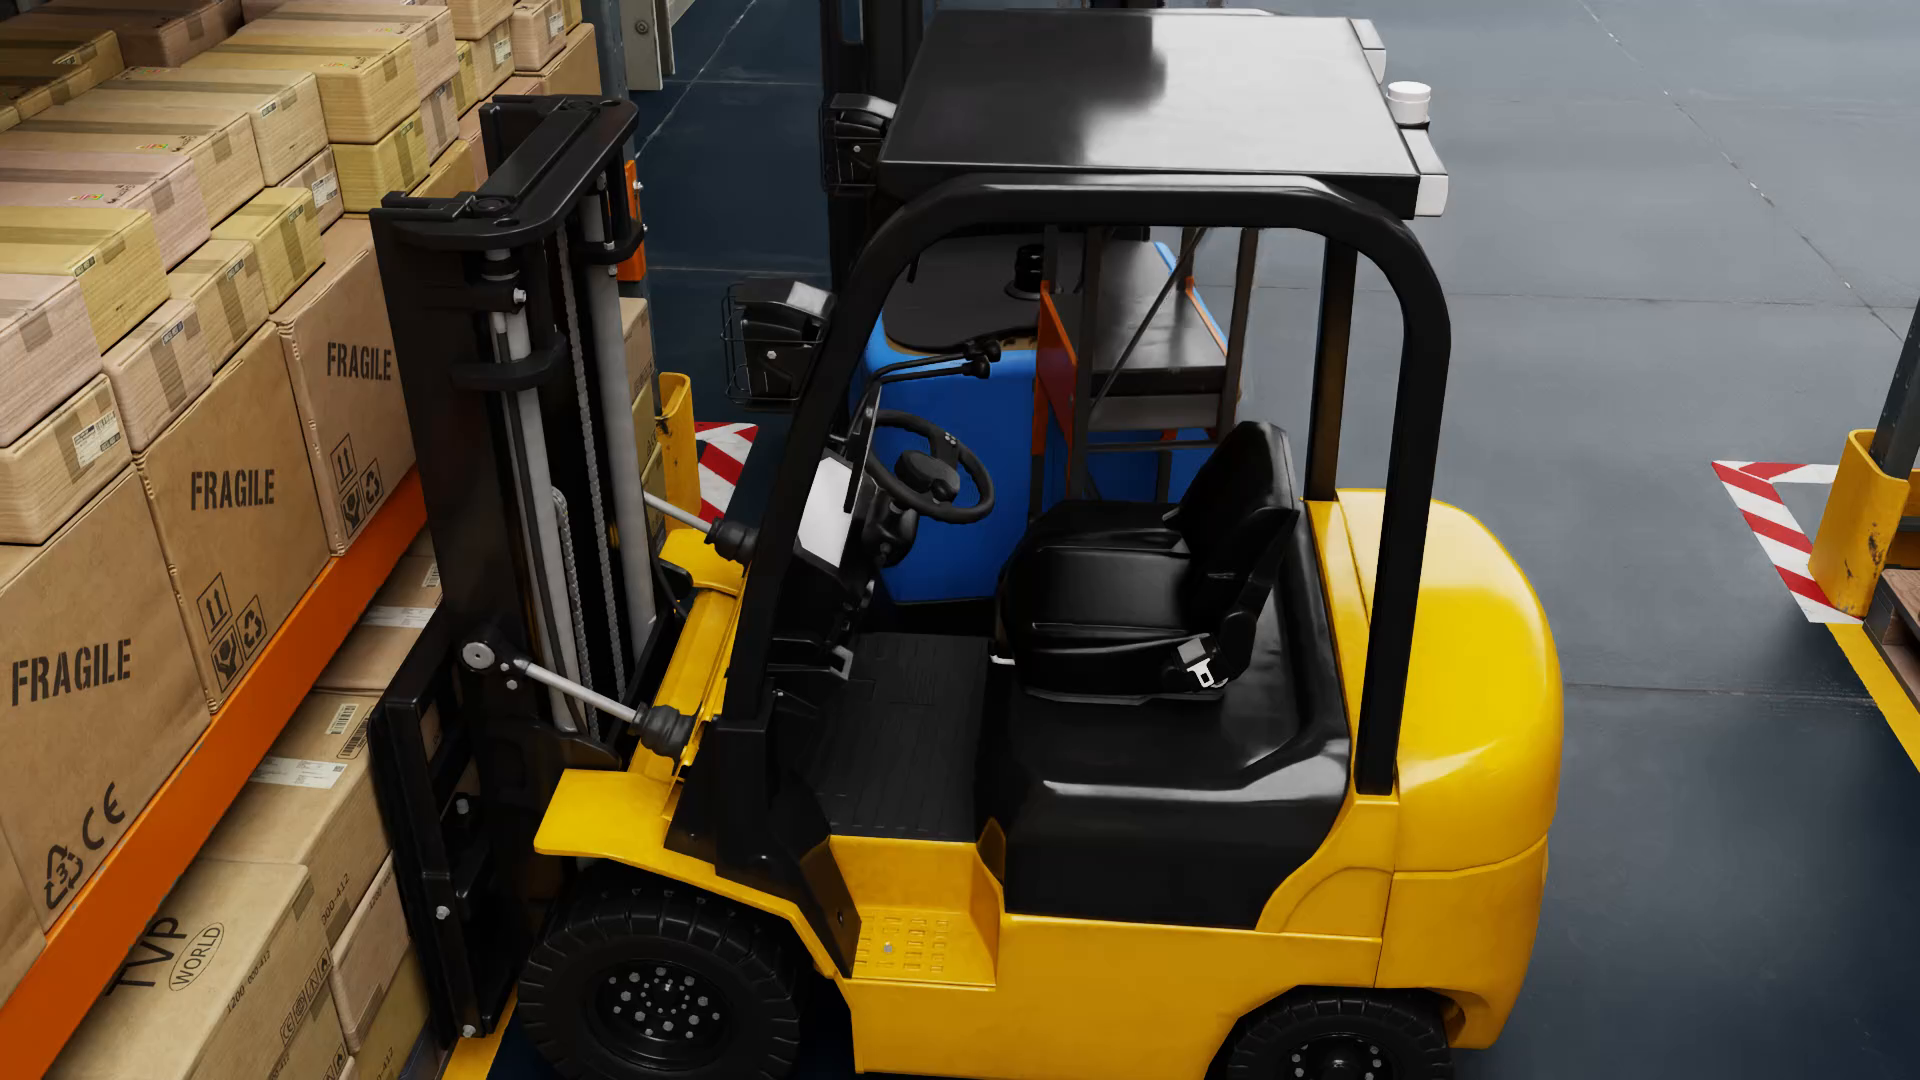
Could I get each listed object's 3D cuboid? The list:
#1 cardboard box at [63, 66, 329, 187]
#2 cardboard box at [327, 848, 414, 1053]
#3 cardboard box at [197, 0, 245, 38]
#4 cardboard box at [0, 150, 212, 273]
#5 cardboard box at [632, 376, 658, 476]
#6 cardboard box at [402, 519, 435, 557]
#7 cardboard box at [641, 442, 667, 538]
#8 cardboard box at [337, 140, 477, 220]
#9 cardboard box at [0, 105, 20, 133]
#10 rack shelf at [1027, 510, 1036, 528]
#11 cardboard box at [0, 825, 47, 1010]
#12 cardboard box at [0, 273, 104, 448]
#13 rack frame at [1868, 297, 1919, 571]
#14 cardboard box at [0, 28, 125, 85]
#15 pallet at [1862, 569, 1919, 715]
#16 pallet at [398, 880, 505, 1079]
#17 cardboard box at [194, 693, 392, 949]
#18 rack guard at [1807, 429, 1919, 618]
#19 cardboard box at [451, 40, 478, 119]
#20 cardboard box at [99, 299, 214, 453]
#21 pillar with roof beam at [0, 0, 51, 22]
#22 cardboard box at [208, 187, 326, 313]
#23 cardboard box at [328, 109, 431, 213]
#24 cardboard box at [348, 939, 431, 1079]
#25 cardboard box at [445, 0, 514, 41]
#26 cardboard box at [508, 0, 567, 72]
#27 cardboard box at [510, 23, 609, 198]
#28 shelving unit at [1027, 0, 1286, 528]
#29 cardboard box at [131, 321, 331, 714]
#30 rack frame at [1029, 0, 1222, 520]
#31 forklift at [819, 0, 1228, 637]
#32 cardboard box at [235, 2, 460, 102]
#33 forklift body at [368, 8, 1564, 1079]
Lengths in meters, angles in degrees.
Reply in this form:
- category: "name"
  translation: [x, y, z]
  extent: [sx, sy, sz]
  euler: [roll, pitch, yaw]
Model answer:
- category: "cardboard box"
  translation: [-1.454, -0.794, 3.181]
  extent: [0.380, 0.149, 0.250]
  euler: [3, 32, 5]
- category: "cardboard box"
  translation: [-1.403, 0.758, 3.405]
  extent: [0.500, 0.250, 0.500]
  euler: [2, 32, 4]
- category: "cardboard box"
  translation: [-1.853, -1.223, 3.878]
  extent: [0.380, 0.149, 0.250]
  euler: [3, 32, 4]
- category: "cardboard box"
  translation: [-1.494, -0.532, 2.756]
  extent: [0.380, 0.149, 0.250]
  euler: [2, 32, 4]
- category: "cardboard box"
  translation: [-1.244, -0.300, 5.122]
  extent: [0.500, 0.250, 0.500]
  euler: [2, 32, 3]
- category: "cardboard box"
  translation: [-1.309, 0.005, 4.150]
  extent: [0.500, 0.250, 0.500]
  euler: [3, 32, 5]
- category: "cardboard box"
  translation: [-1.239, -0.096, 5.267]
  extent: [0.500, 0.250, 0.500]
  euler: [3, 32, 4]
- category: "cardboard box"
  translation: [-1.387, -0.582, 3.740]
  extent: [0.500, 0.500, 0.500]
  euler: [2, 32, 3]
- category: "cardboard box"
  translation: [-1.928, -0.680, 2.997]
  extent: [0.380, 0.149, 0.250]
  euler: [3, 32, 5]
- category: "rack shelf"
  translation: [0.420, 0.251, 4.683]
  extent: [0.431, 0.518, 0.480]
  euler: [-3, 32, -7]
- category: "cardboard box"
  translation: [-1.545, 0.481, 2.015]
  extent: [0.500, 0.500, 0.500]
  euler: [2, 32, 3]
- category: "cardboard box"
  translation: [-1.453, -0.259, 2.314]
  extent: [0.380, 0.149, 0.250]
  euler: [3, 32, 5]
- category: "rack frame"
  translation: [3.432, -1.137, 4.735]
  extent: [1.000, 3.000, 0.127]
  euler: [2, 32, 4]
- category: "cardboard box"
  translation: [-1.969, -0.951, 3.437]
  extent: [0.380, 0.149, 0.250]
  euler: [2, 32, 3]
- category: "pallet"
  translation: [3.324, 0.513, 4.716]
  extent: [1.003, 0.211, 1.213]
  euler: [2, 32, 4]
- category: "pallet"
  translation: [-1.638, 0.878, 4.124]
  extent: [1.003, 0.211, 1.213]
  euler: [2, 32, 4]
- category: "cardboard box"
  translation: [-1.408, 0.544, 3.276]
  extent: [0.500, 0.250, 0.500]
  euler: [3, 32, 6]
- category: "rack guard"
  translation: [3.426, -0.033, 5.327]
  extent: [1.175, 0.500, 0.348]
  euler: [2, 32, 4]
- category: "cardboard box"
  translation: [-1.369, -1.075, 3.922]
  extent: [0.380, 0.149, 0.250]
  euler: [2, 32, 4]
- category: "cardboard box"
  translation: [-1.423, -0.265, 2.608]
  extent: [0.380, 0.149, 0.250]
  euler: [2, 32, 3]
- category: "pillar with roof beam"
  translation: [1.820, -3.391, 2.676]
  extent: [9.100, 9.000, 0.400]
  euler: [2, 32, 4]
- category: "cardboard box"
  translation: [-1.408, -0.537, 3.049]
  extent: [0.380, 0.149, 0.250]
  euler: [2, 32, 3]
- category: "cardboard box"
  translation: [-1.345, -0.800, 3.476]
  extent: [0.380, 0.149, 0.250]
  euler: [3, 32, 4]
- category: "cardboard box"
  translation: [-1.420, 0.962, 3.550]
  extent: [0.500, 0.250, 0.500]
  euler: [3, 32, 5]
- category: "cardboard box"
  translation: [-1.318, -1.328, 4.048]
  extent: [0.380, 0.149, 0.250]
  euler: [3, 32, 5]
- category: "cardboard box"
  translation: [-1.256, -1.337, 4.347]
  extent: [0.380, 0.149, 0.250]
  euler: [3, 32, 5]
- category: "cardboard box"
  translation: [-1.294, -1.121, 4.614]
  extent: [0.500, 0.500, 0.500]
  euler: [2, 32, 3]
- category: "shelving unit"
  translation: [0.440, -0.356, 4.307]
  extent: [0.431, 2.100, 0.503]
  euler: [-3, 32, -7]
- category: "cardboard box"
  translation: [-1.479, -0.057, 2.887]
  extent: [0.500, 0.500, 0.500]
  euler: [2, 32, 3]
- category: "rack frame"
  translation: [0.408, -0.484, 4.512]
  extent: [0.400, 2.100, 0.015]
  euler: [-3, 32, -7]
- category: "forklift"
  translation: [0.069, -1.611, 5.571]
  extent: [1.130, 2.935, 3.031]
  euler: [-4, 32, -6]
- category: "cardboard box"
  translation: [-1.323, -1.060, 3.613]
  extent: [0.380, 0.149, 0.250]
  euler: [3, 32, 5]
- category: "forklift body"
  translation: [0.148, 0.084, 3.564]
  extent: [2.313, 2.155, 1.214]
  euler: [2, 32, 4]
